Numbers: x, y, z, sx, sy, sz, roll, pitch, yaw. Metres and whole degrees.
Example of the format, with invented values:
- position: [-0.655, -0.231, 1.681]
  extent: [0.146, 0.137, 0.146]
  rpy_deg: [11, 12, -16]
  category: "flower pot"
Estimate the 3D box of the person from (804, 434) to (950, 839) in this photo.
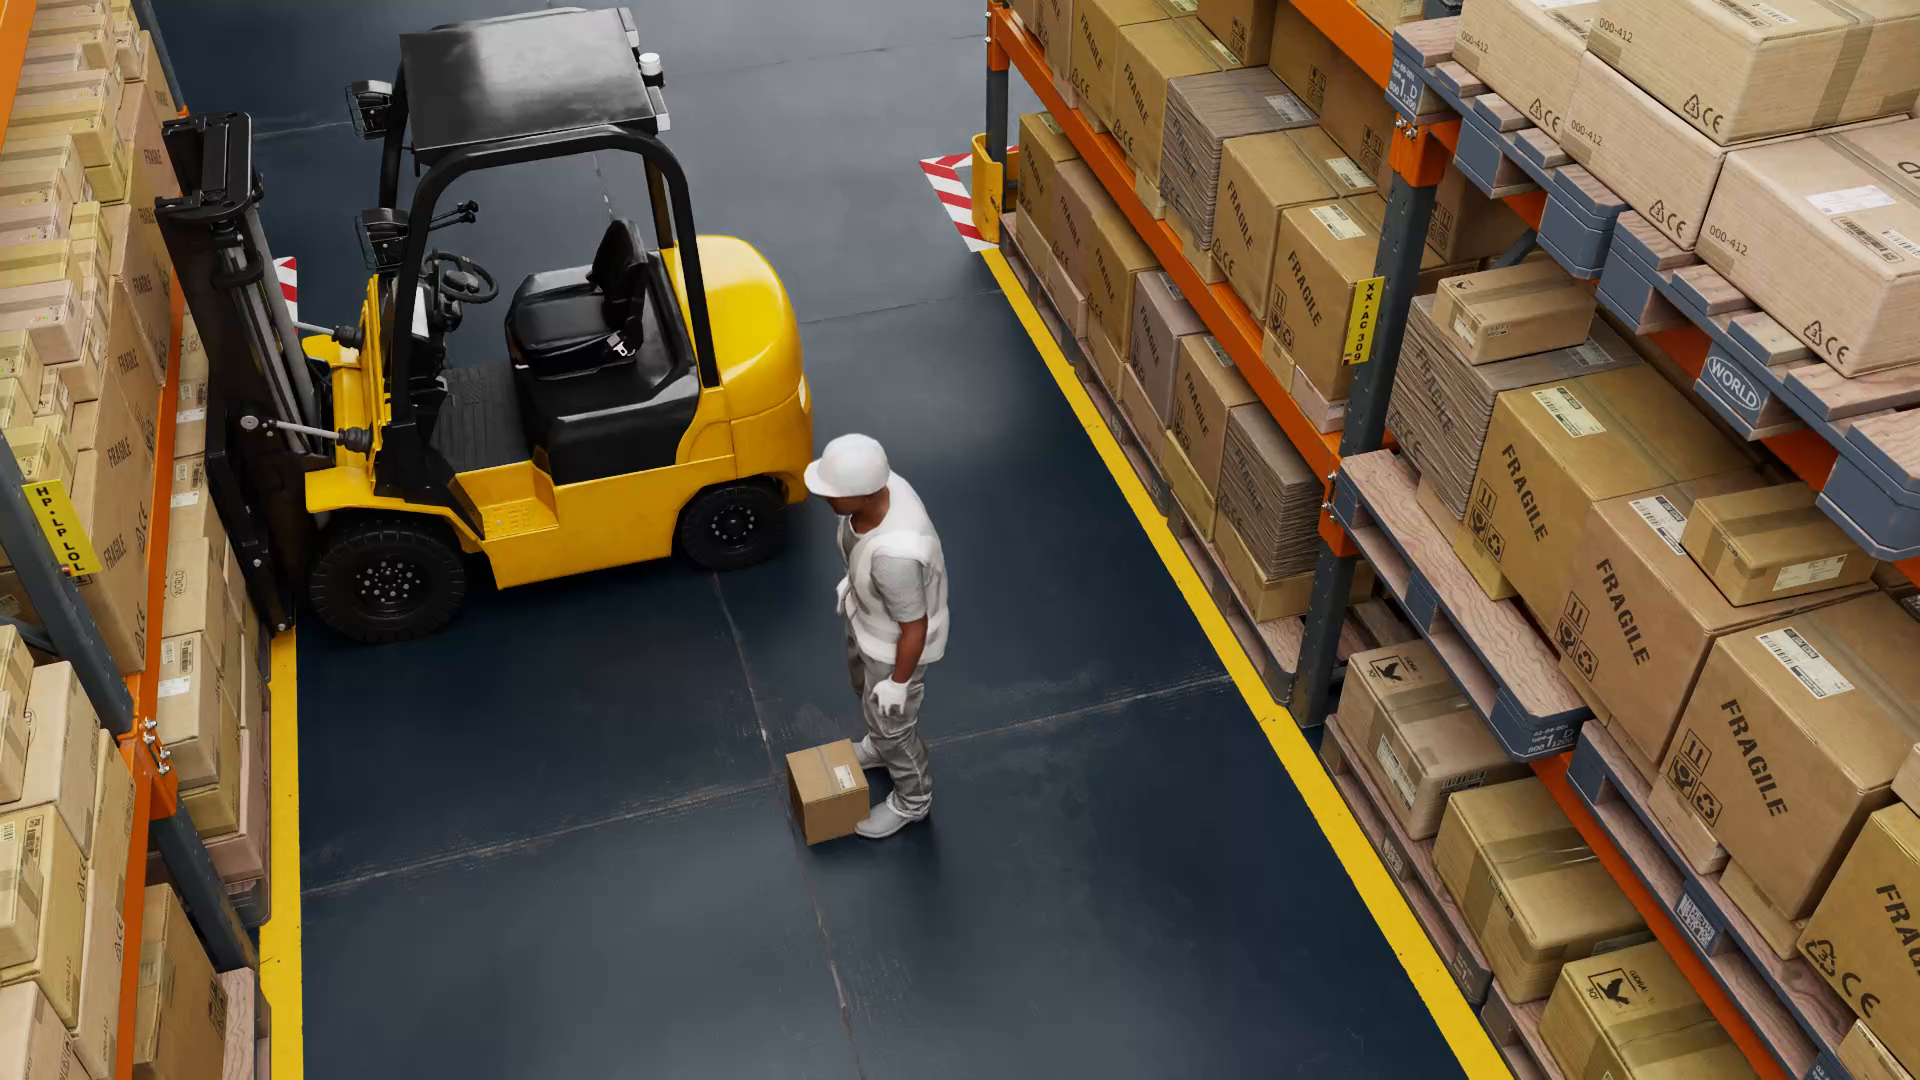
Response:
- position: [-0.280, 0.322, 5.792]
  extent: [0.449, 1.774, 0.616]
  rpy_deg: [-12, 43, -13]
  category: "person"
